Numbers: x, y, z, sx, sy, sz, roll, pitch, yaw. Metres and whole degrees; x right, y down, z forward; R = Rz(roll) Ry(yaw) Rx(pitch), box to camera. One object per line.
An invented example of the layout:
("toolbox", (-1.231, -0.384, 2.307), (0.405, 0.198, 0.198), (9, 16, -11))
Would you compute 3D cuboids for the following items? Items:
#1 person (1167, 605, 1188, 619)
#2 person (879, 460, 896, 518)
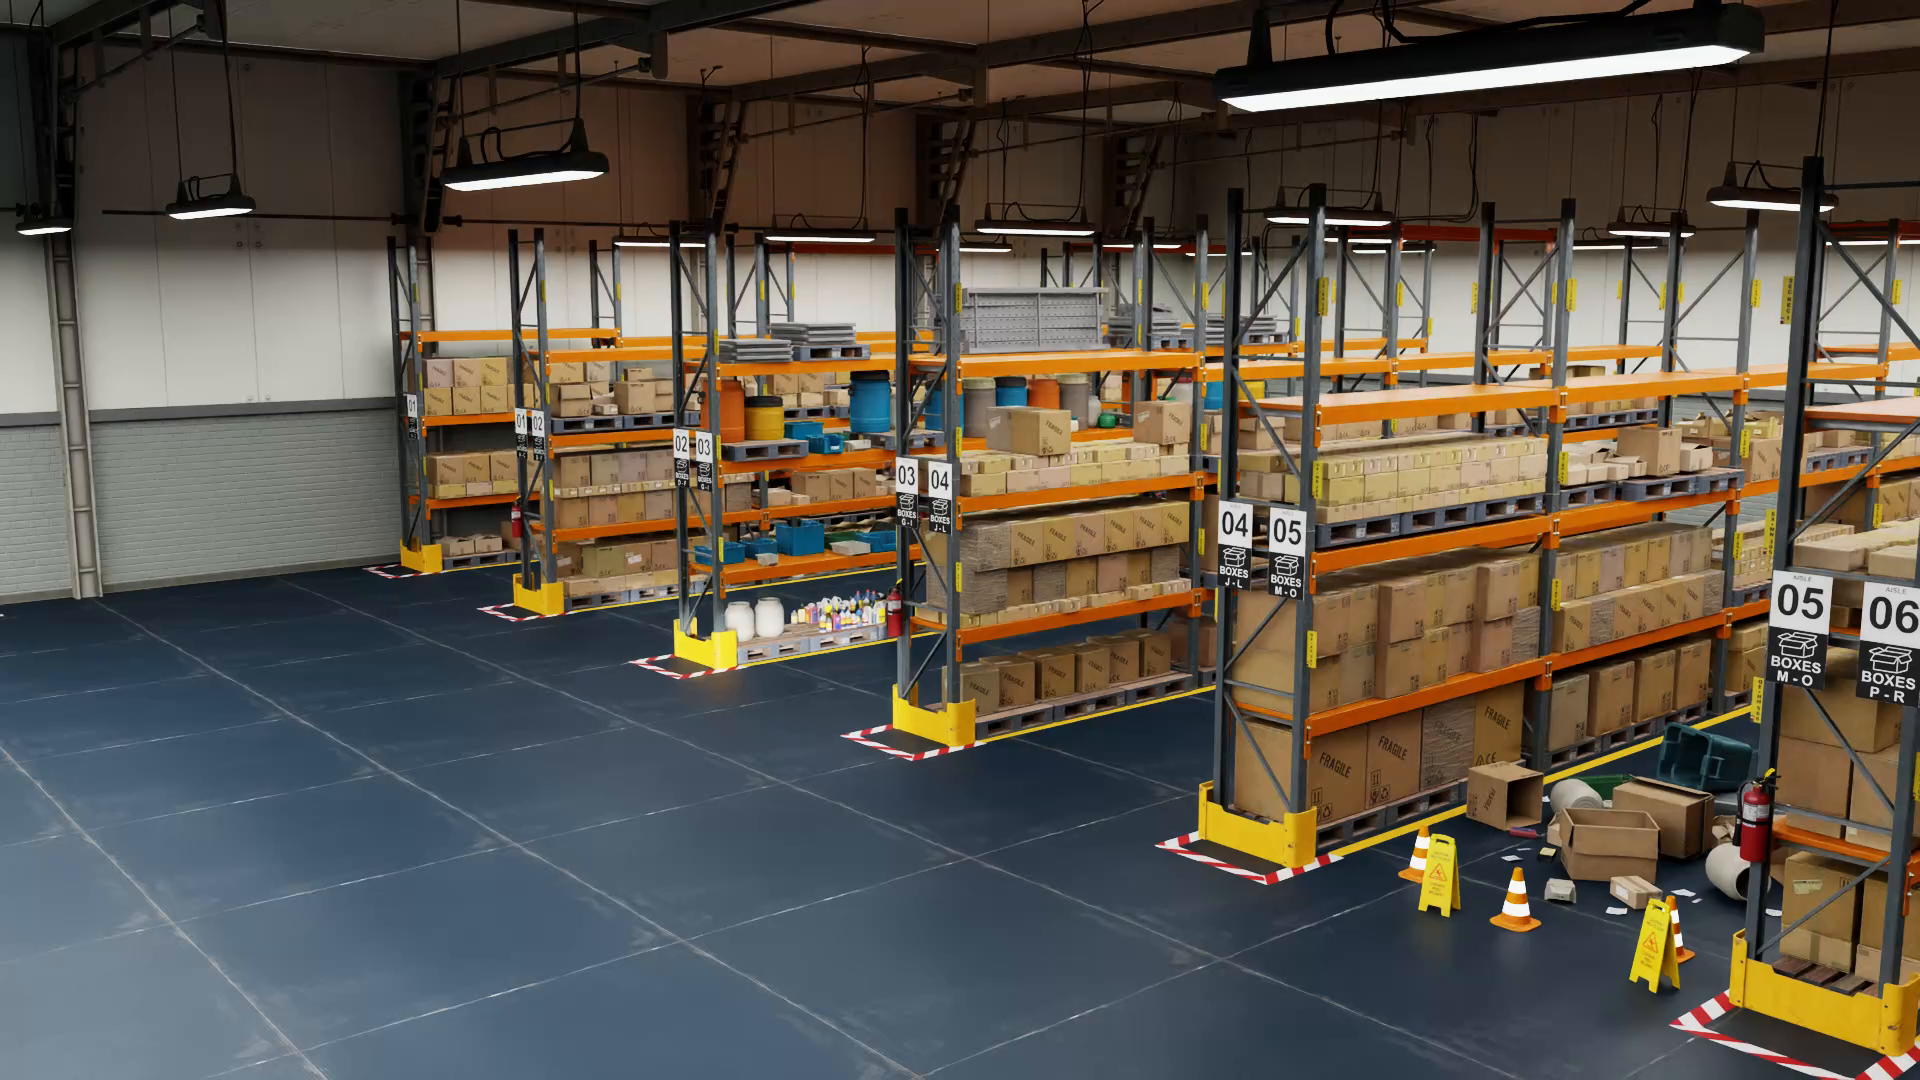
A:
("person", (3.200, 0.573, 24.024), (0.670, 1.558, 0.623), (-4, 10, -26))
("person", (-1.329, -0.890, 34.101), (0.660, 1.680, 0.690), (-6, 10, -32))
